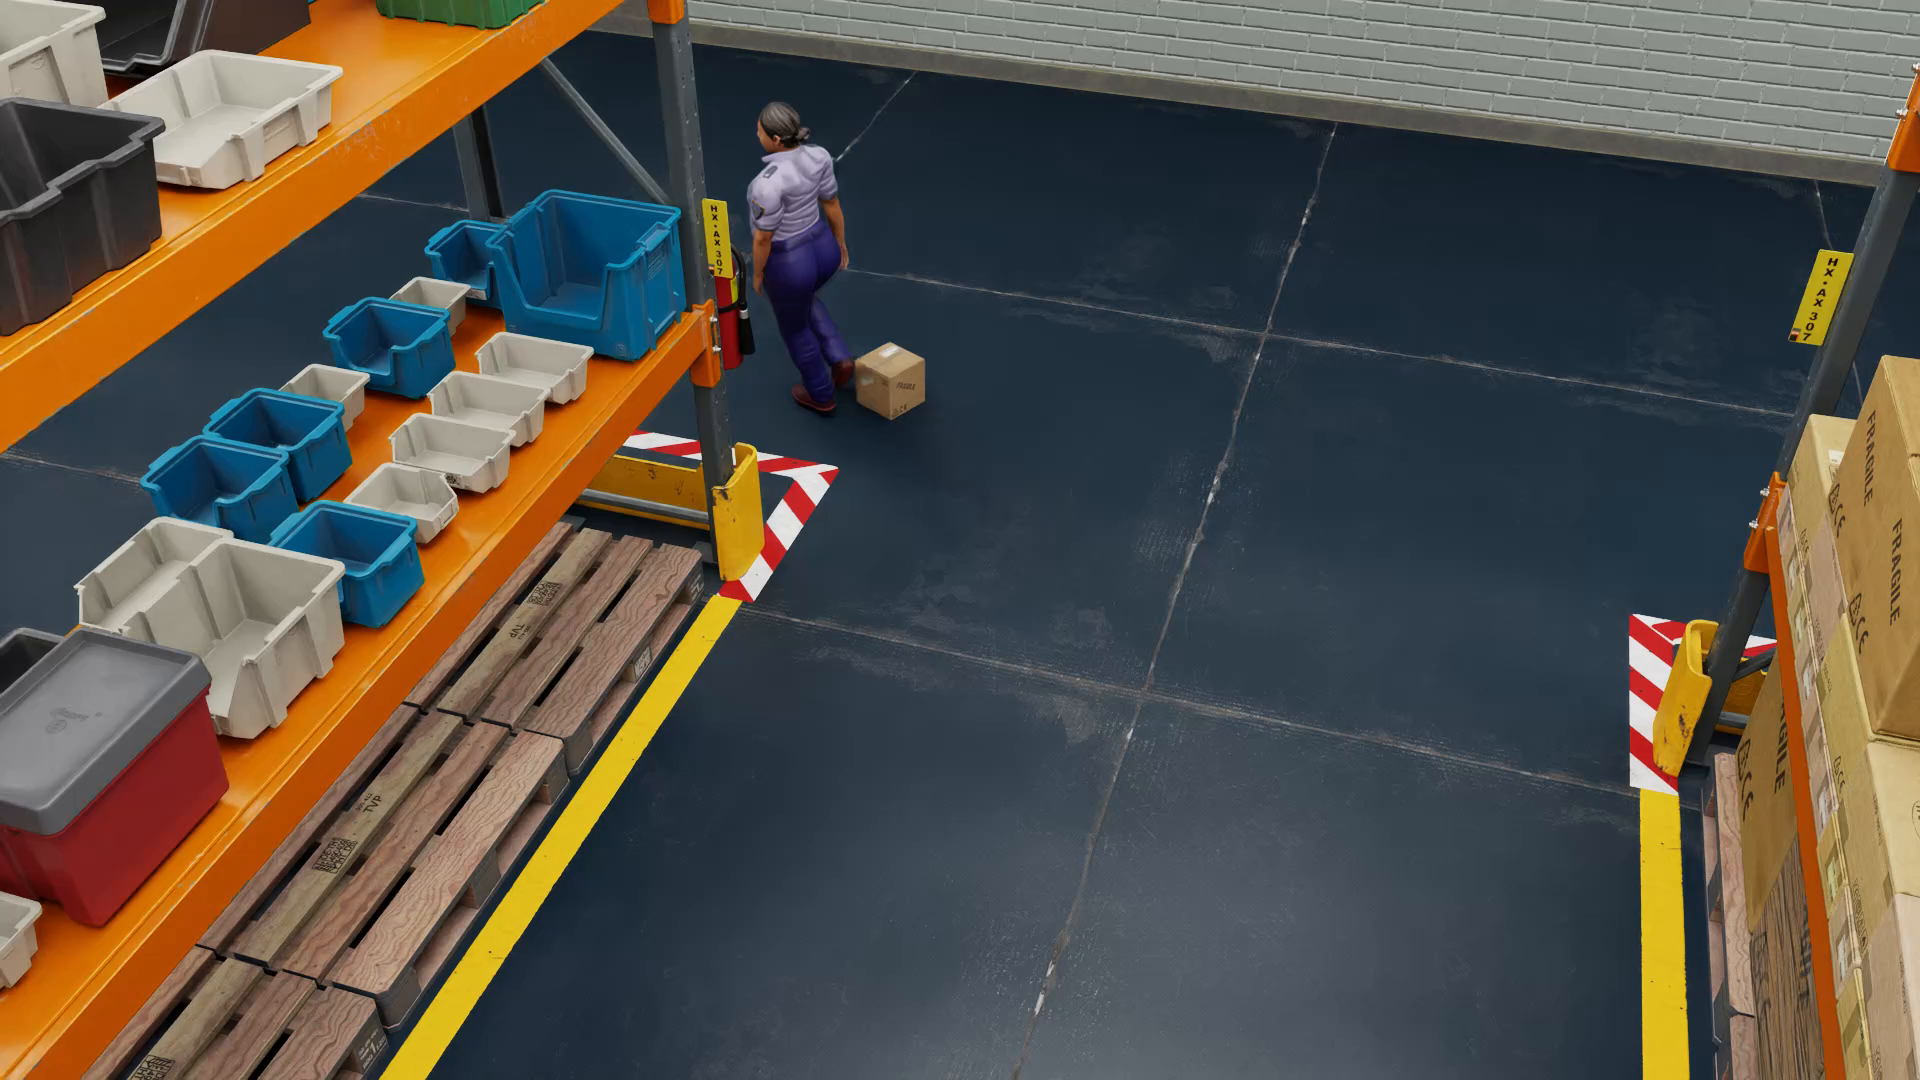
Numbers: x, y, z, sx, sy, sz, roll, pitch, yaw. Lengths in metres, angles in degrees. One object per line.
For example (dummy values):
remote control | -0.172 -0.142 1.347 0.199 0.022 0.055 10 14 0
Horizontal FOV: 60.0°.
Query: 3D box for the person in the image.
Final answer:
person | -0.798 -1.328 7.900 0.442 1.656 0.556 25 44 29
